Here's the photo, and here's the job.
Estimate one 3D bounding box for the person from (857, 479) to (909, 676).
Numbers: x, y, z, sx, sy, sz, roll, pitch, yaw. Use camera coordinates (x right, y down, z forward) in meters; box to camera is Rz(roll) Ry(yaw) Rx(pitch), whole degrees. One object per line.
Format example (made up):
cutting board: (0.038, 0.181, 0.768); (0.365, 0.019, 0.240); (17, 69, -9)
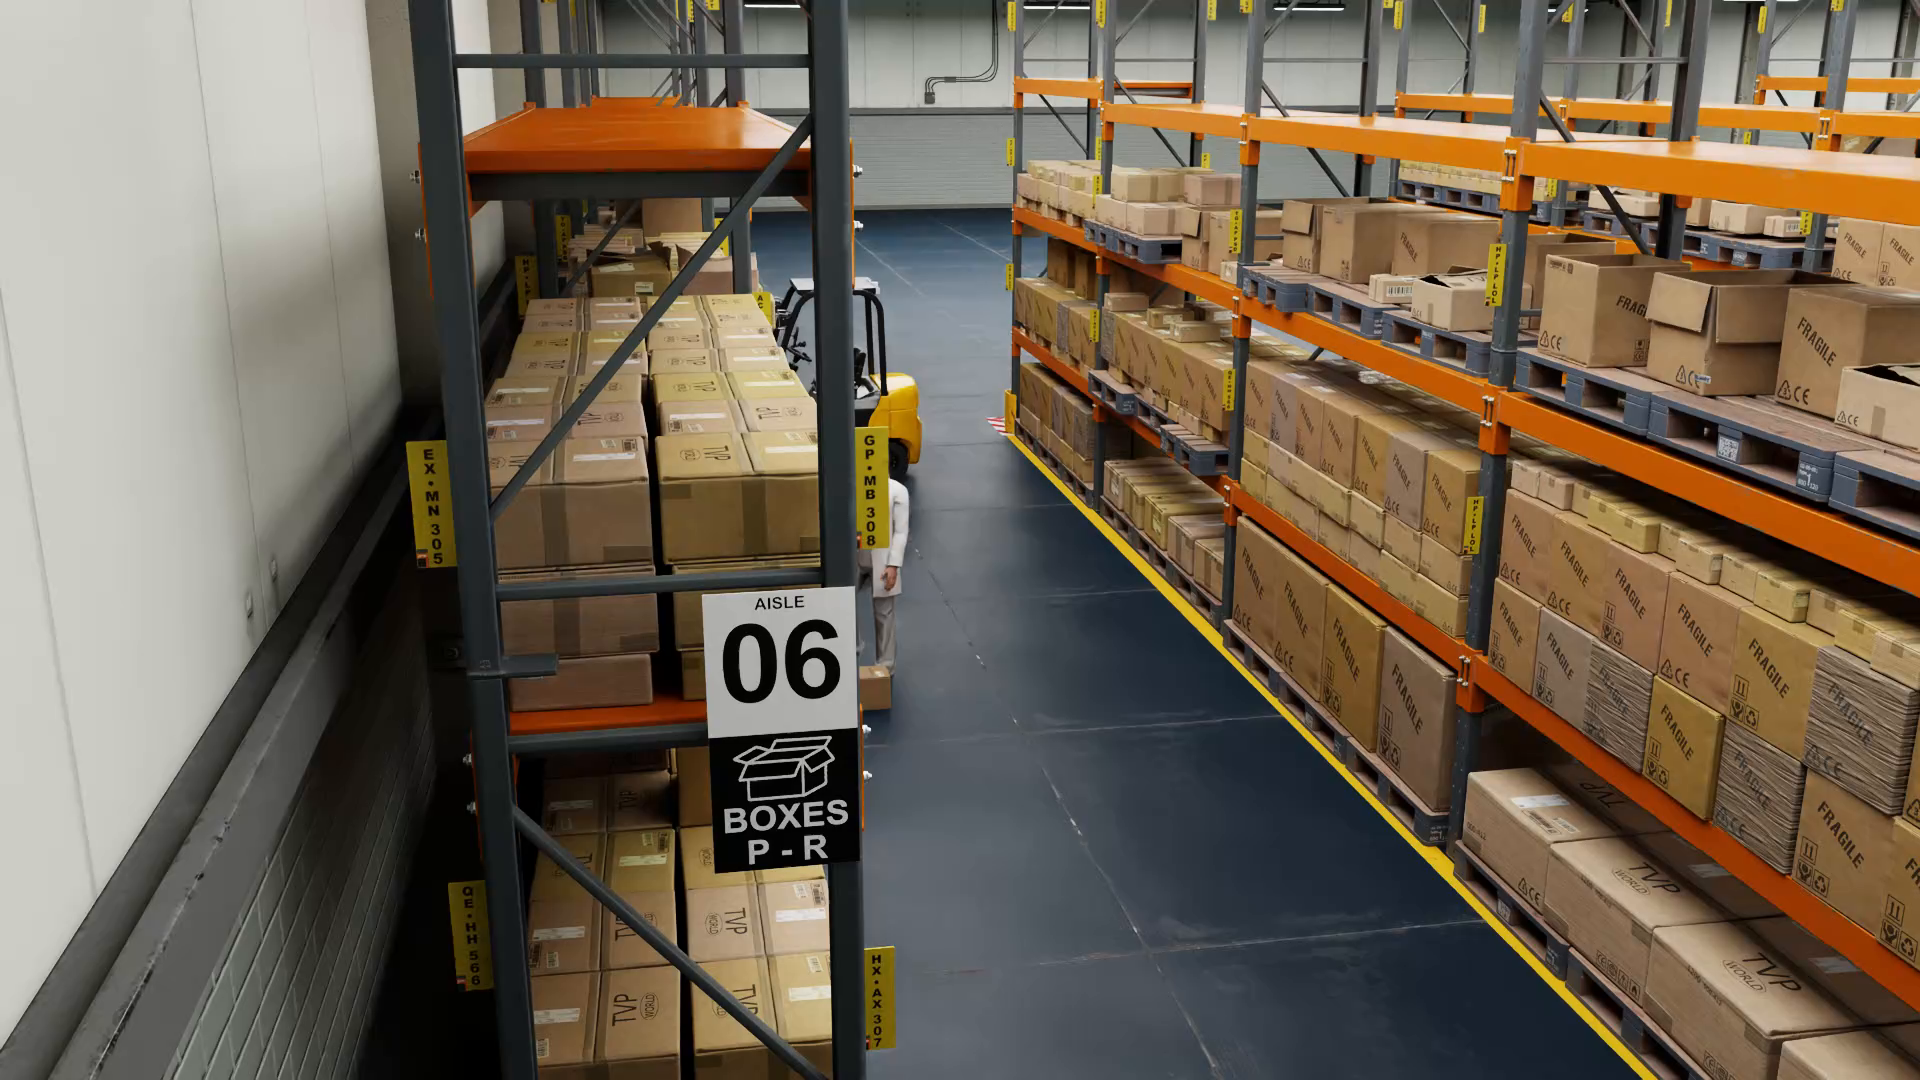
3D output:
person: (-0.720, 0.199, 12.379); (0.684, 1.815, 0.414); (6, 17, 19)
